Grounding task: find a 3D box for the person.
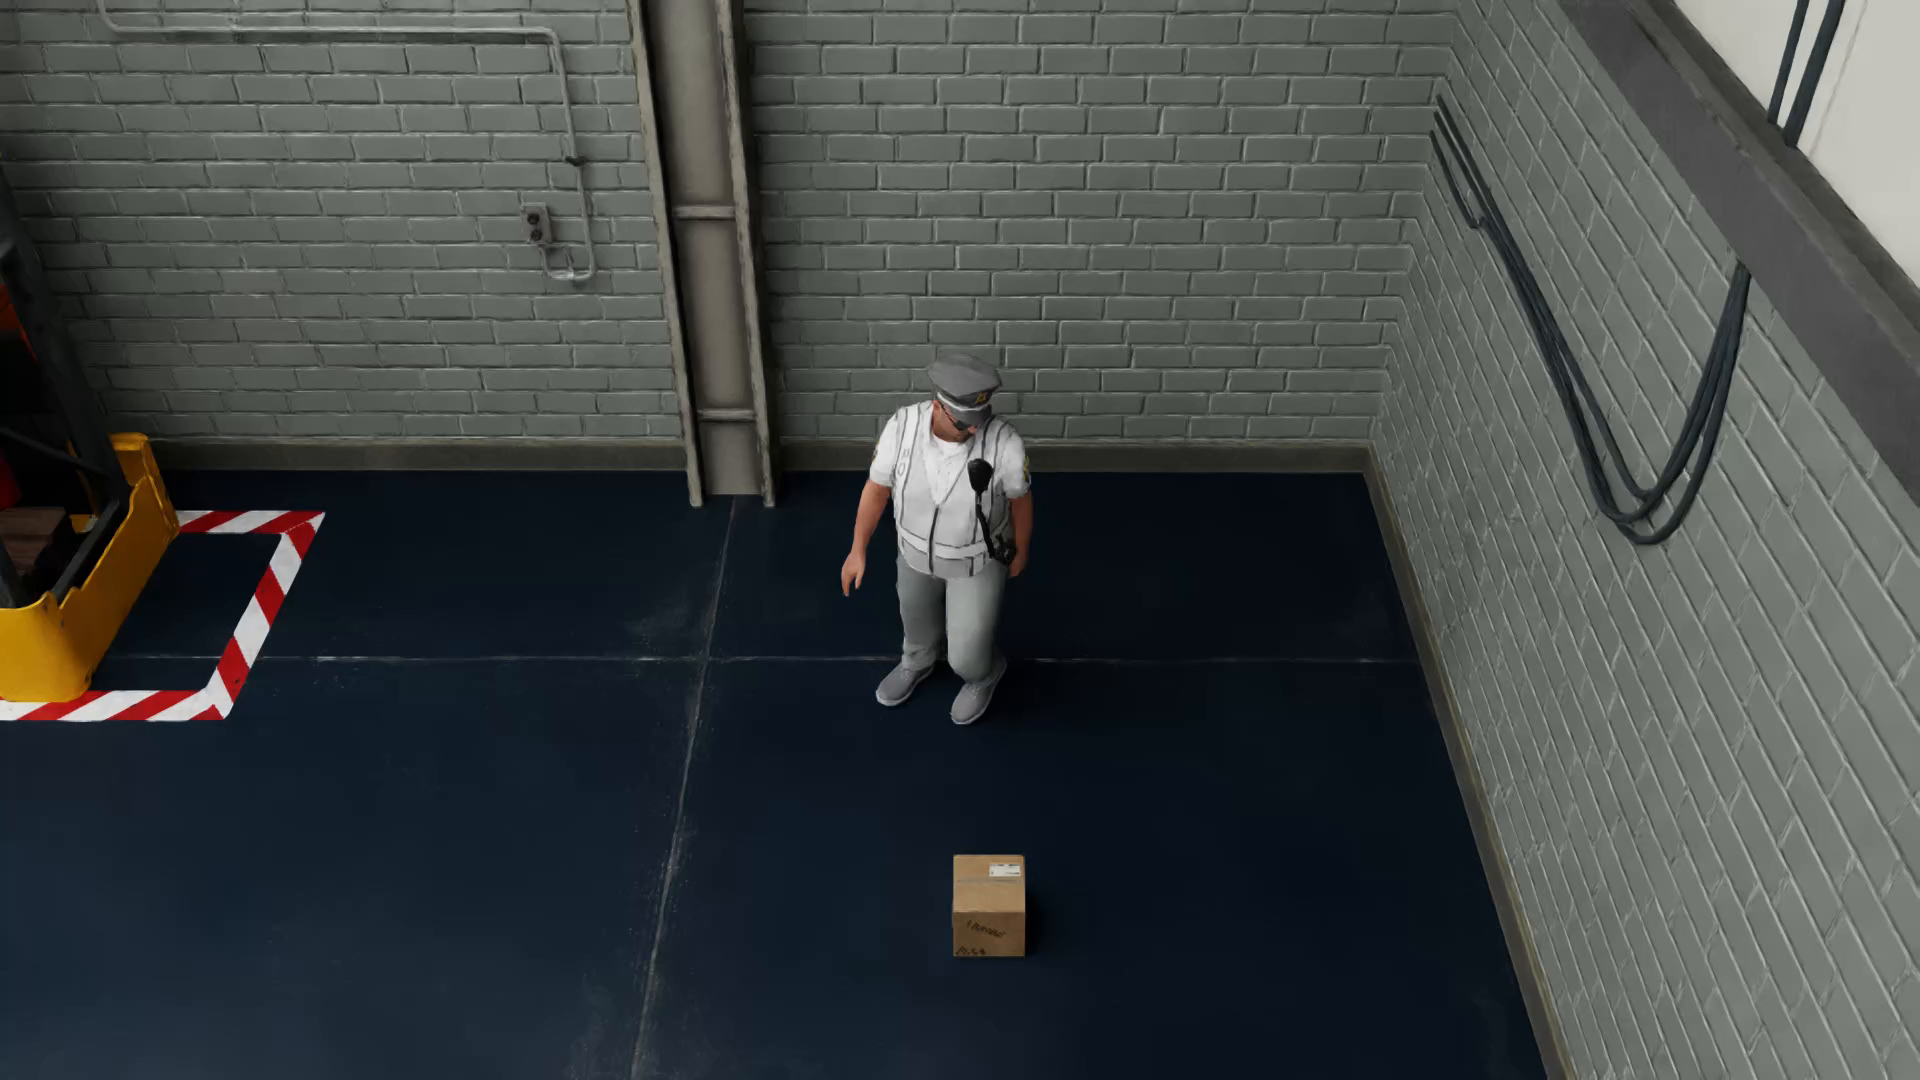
[{"bbox_3d":[-0.076,0.040,6.106,0.627,1.711,0.523,16,42,19],"label":"person"}]
